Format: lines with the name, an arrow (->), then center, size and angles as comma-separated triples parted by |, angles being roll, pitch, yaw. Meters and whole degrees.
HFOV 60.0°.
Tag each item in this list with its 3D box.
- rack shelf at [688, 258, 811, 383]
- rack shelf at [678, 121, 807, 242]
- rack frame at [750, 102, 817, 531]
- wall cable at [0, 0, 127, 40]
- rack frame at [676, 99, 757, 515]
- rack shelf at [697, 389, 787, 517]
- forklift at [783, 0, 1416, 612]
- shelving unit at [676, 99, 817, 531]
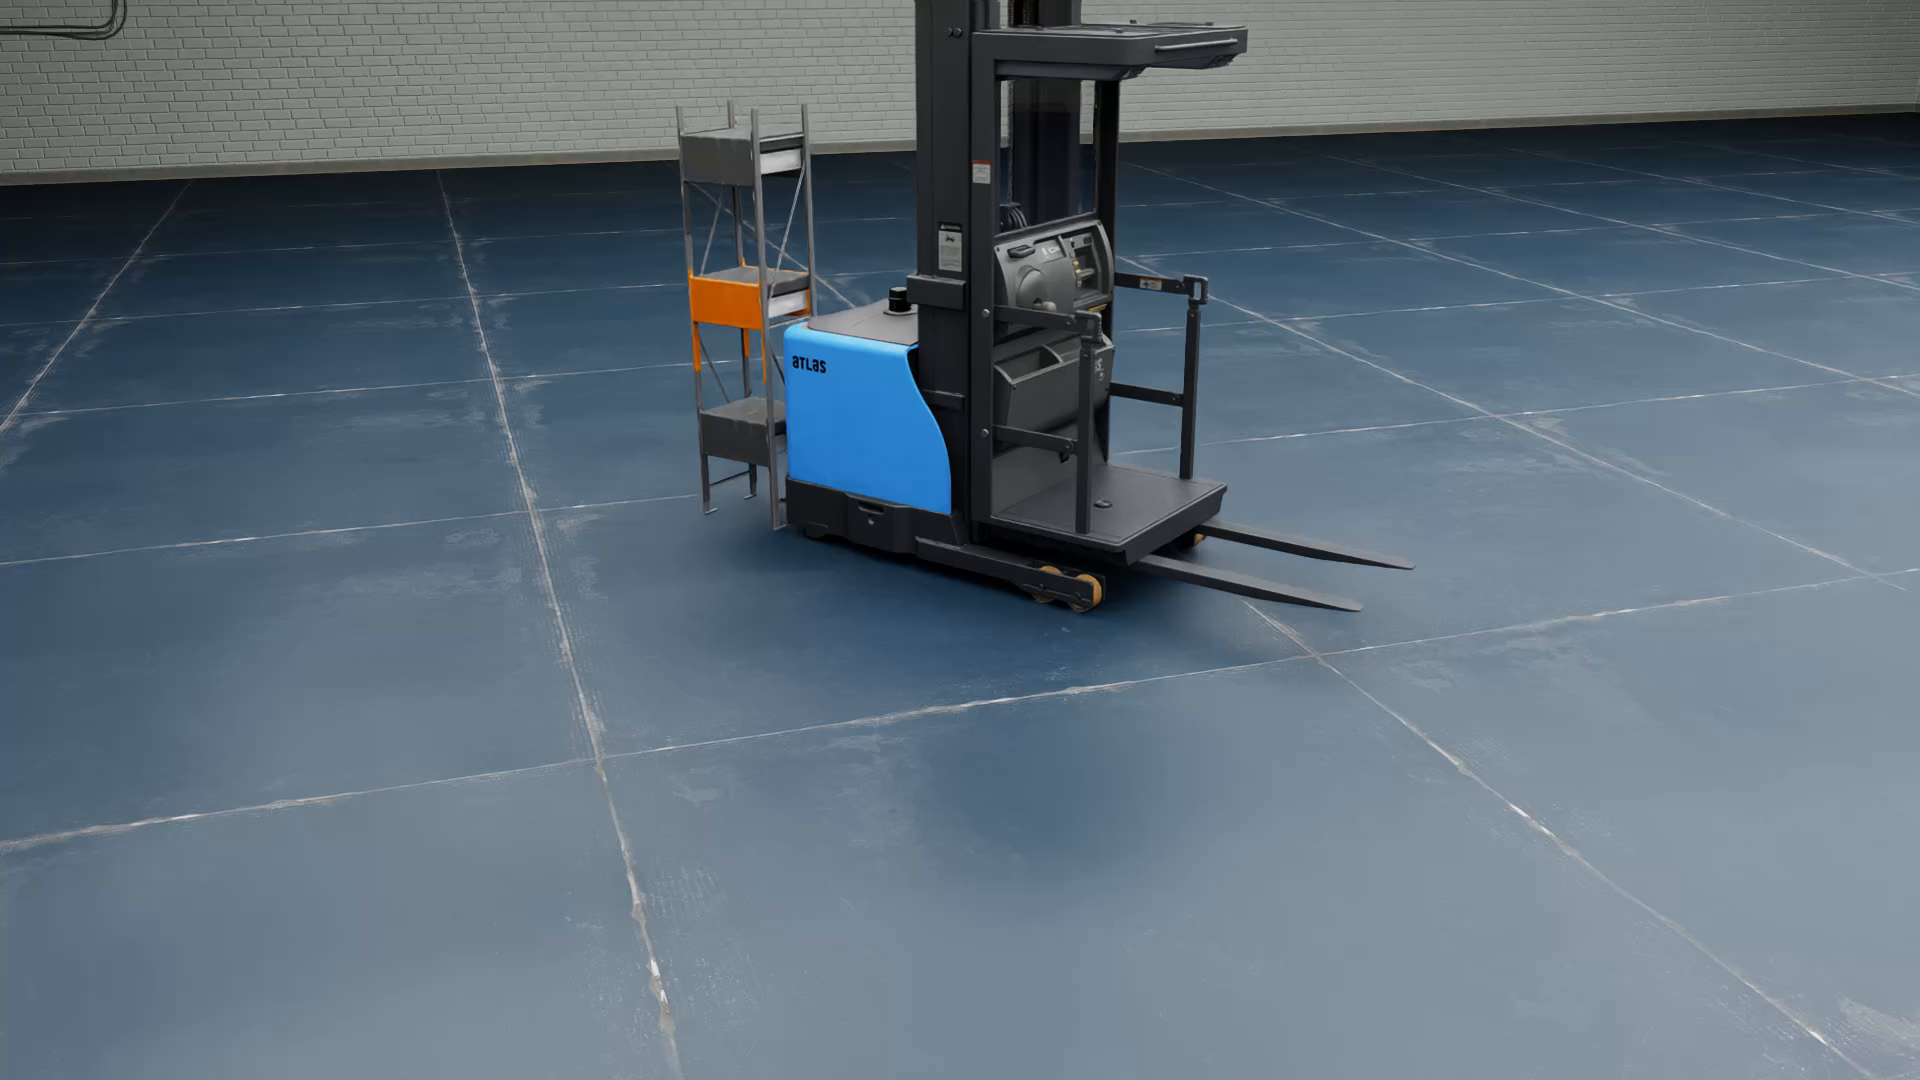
rack shelf -> -1.049, -1.124, 8.467 | 0.480, 0.518, 0.431 | 12, 23, 33
rack shelf -> -1.060, -1.785, 8.237 | 0.480, 0.518, 0.431 | 12, 23, 33
rack frame -> -0.850, -1.094, 8.328 | 0.015, 2.100, 0.400 | 12, 23, 33
wall cable -> -11.722, -7.193, 19.724 | 3.097, 2.526, 0.112 | -6, 21, -17
rack frame -> -1.249, -1.180, 8.596 | 0.015, 2.100, 0.400 | 12, 23, 33
rack shelf -> -1.038, -0.463, 8.696 | 0.480, 0.518, 0.431 | 12, 23, 33
forklift -> 0.614, -1.260, 7.587 | 3.031, 2.935, 1.130 | 13, 24, 33
shelving unit -> -1.050, -1.137, 8.462 | 0.503, 2.100, 0.431 | 12, 23, 33
